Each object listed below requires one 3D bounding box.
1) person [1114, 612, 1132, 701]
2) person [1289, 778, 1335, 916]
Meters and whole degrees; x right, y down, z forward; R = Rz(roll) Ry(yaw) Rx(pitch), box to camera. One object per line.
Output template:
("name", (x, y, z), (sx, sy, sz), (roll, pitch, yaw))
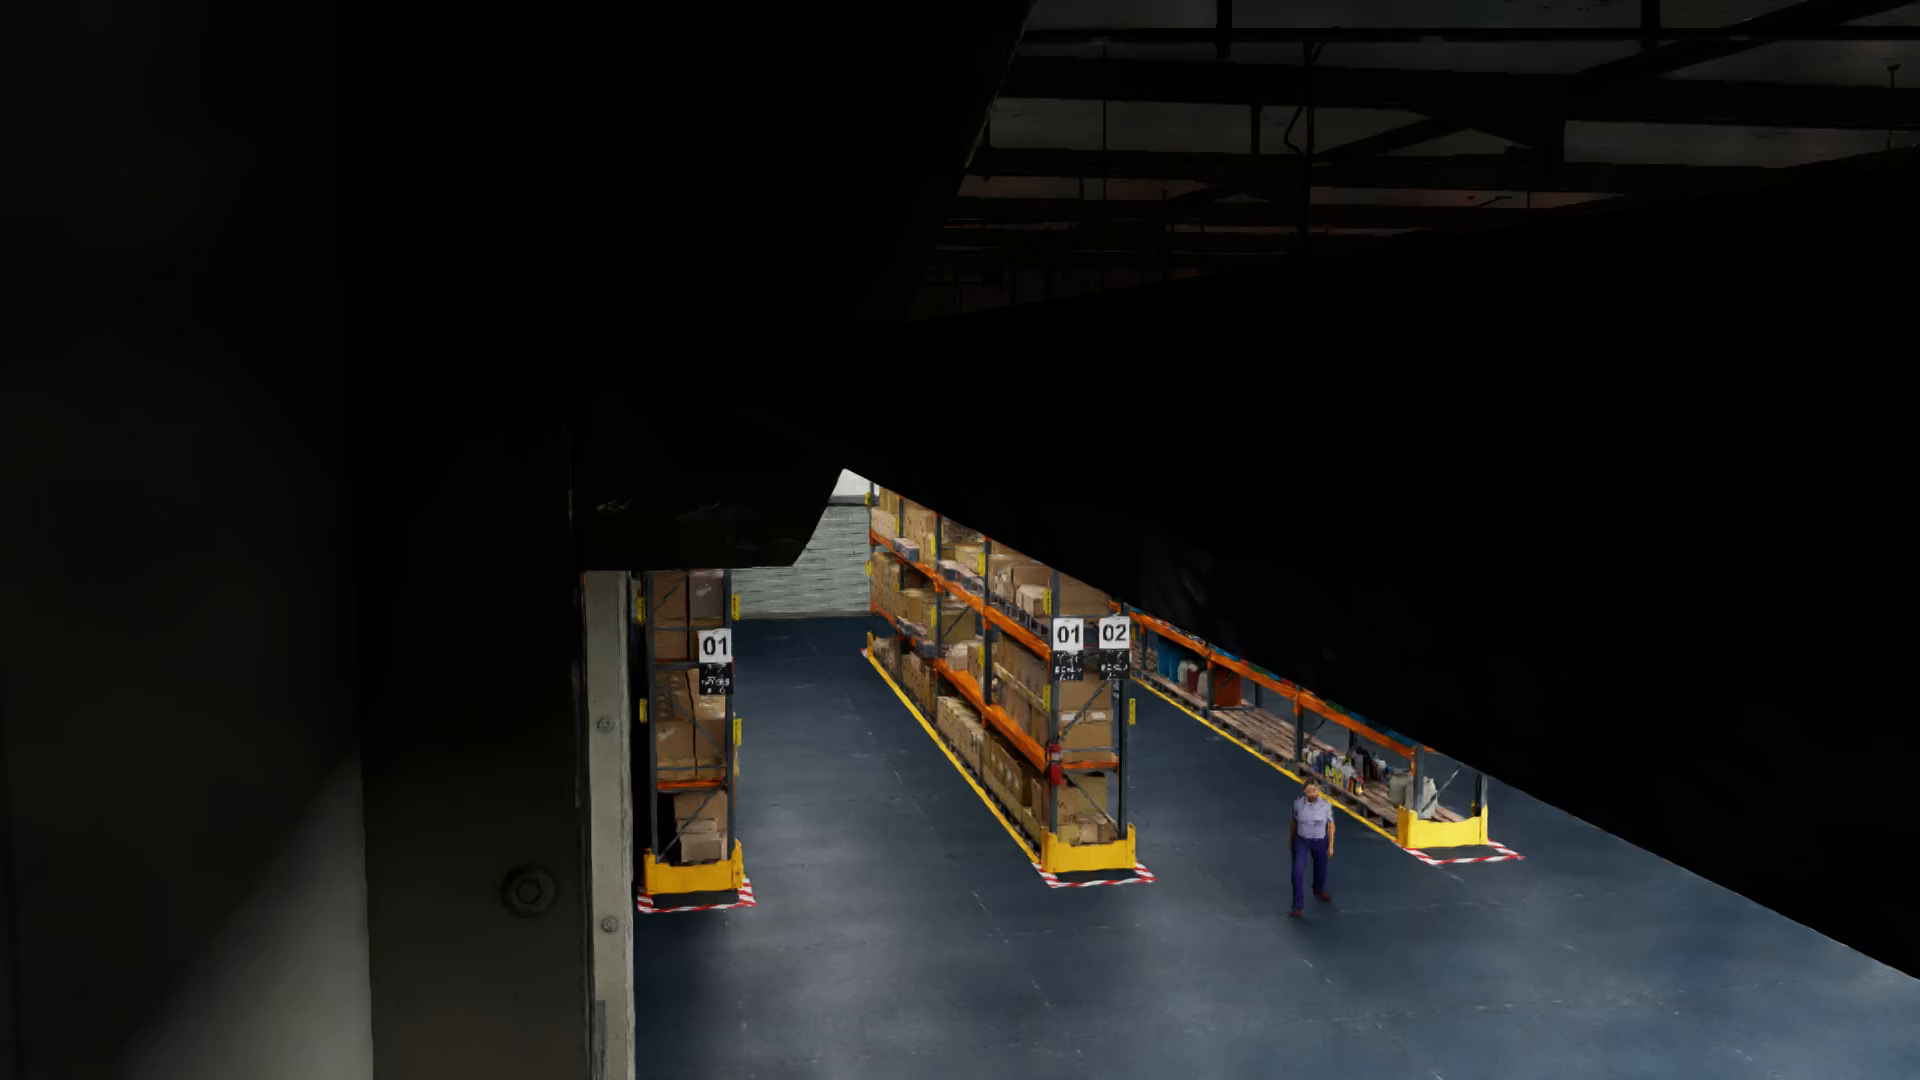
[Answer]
("person", (2.918, 2.206, 31.326), (0.671, 1.741, 0.547), (-1, 6, -13))
("person", (4.100, 3.523, 19.369), (0.524, 1.584, 0.946), (1, 6, 10))
